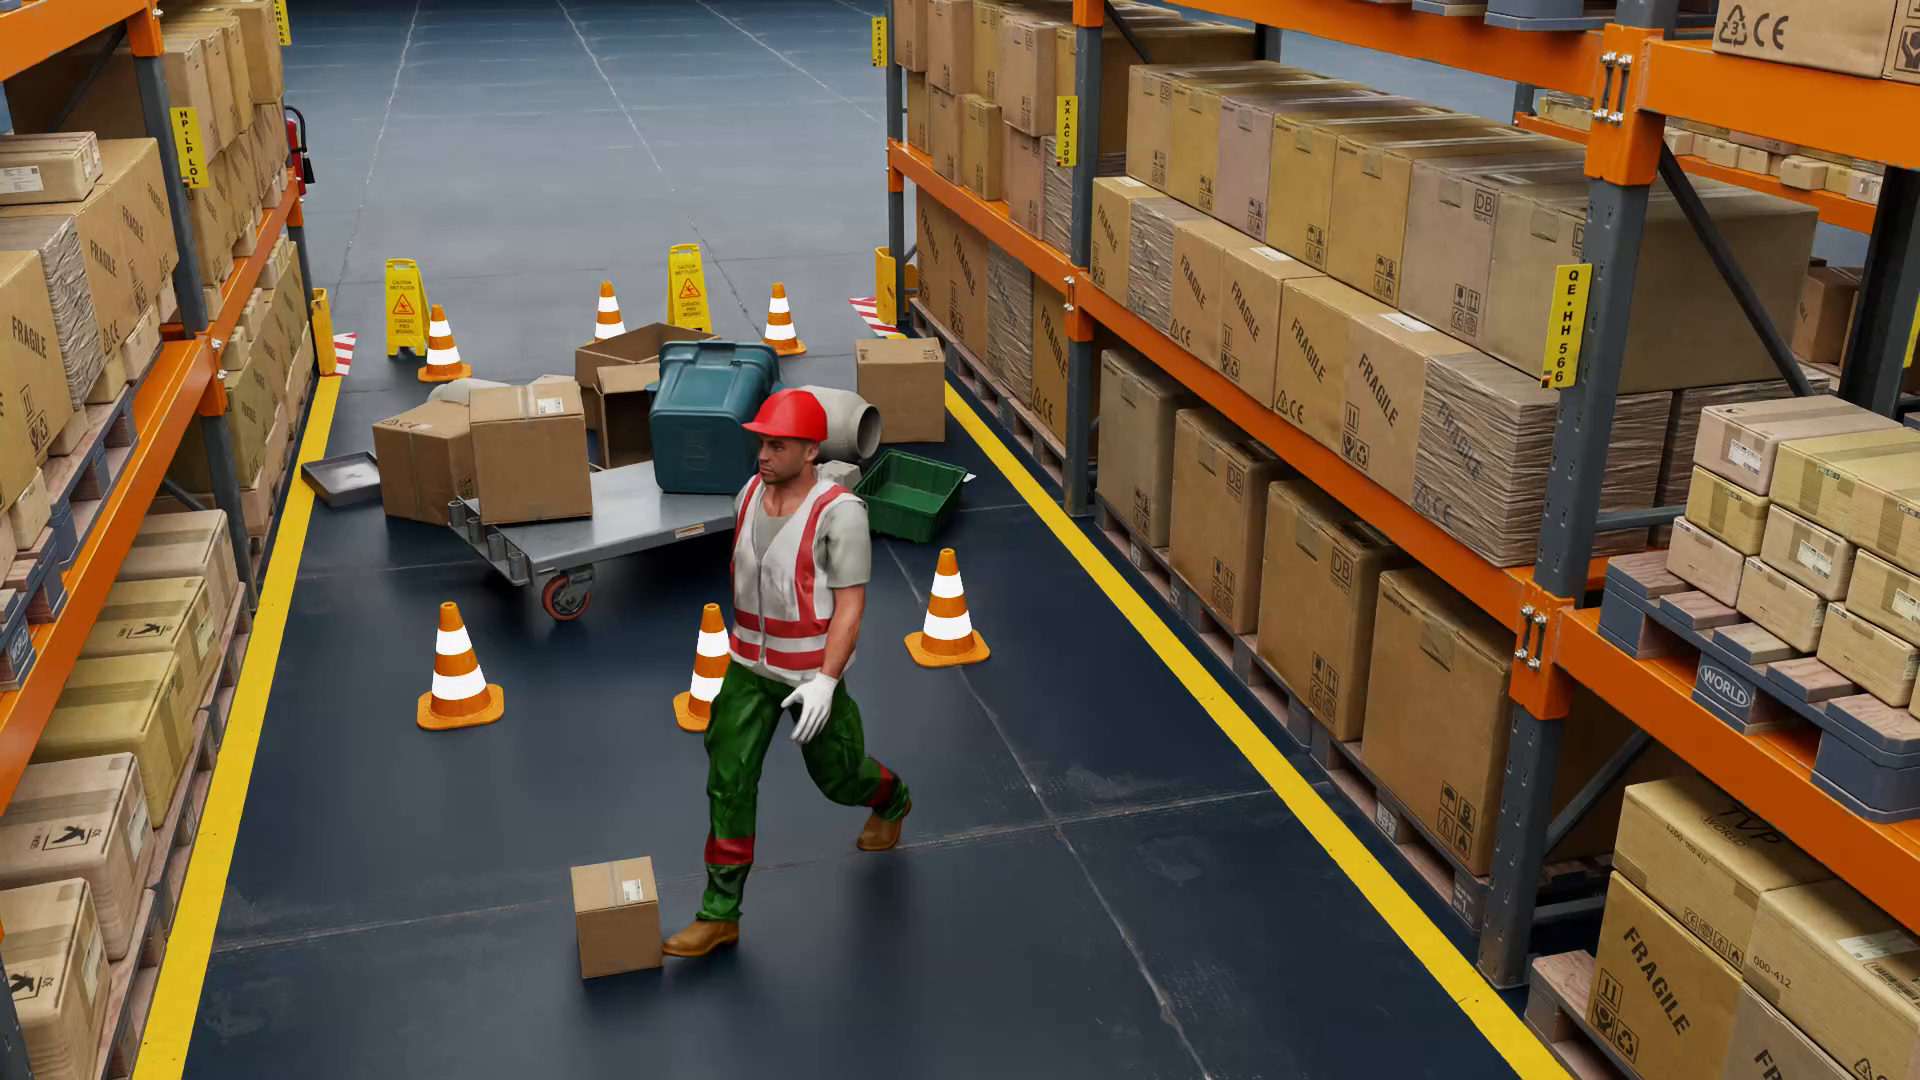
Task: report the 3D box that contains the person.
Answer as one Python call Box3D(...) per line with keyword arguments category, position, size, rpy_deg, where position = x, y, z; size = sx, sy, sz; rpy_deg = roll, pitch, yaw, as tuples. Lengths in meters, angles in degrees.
Box3D(category="person", position=(-0.537, 0.399, 5.157), size=(0.536, 1.746, 1.040), rpy_deg=(12, 26, 27))
